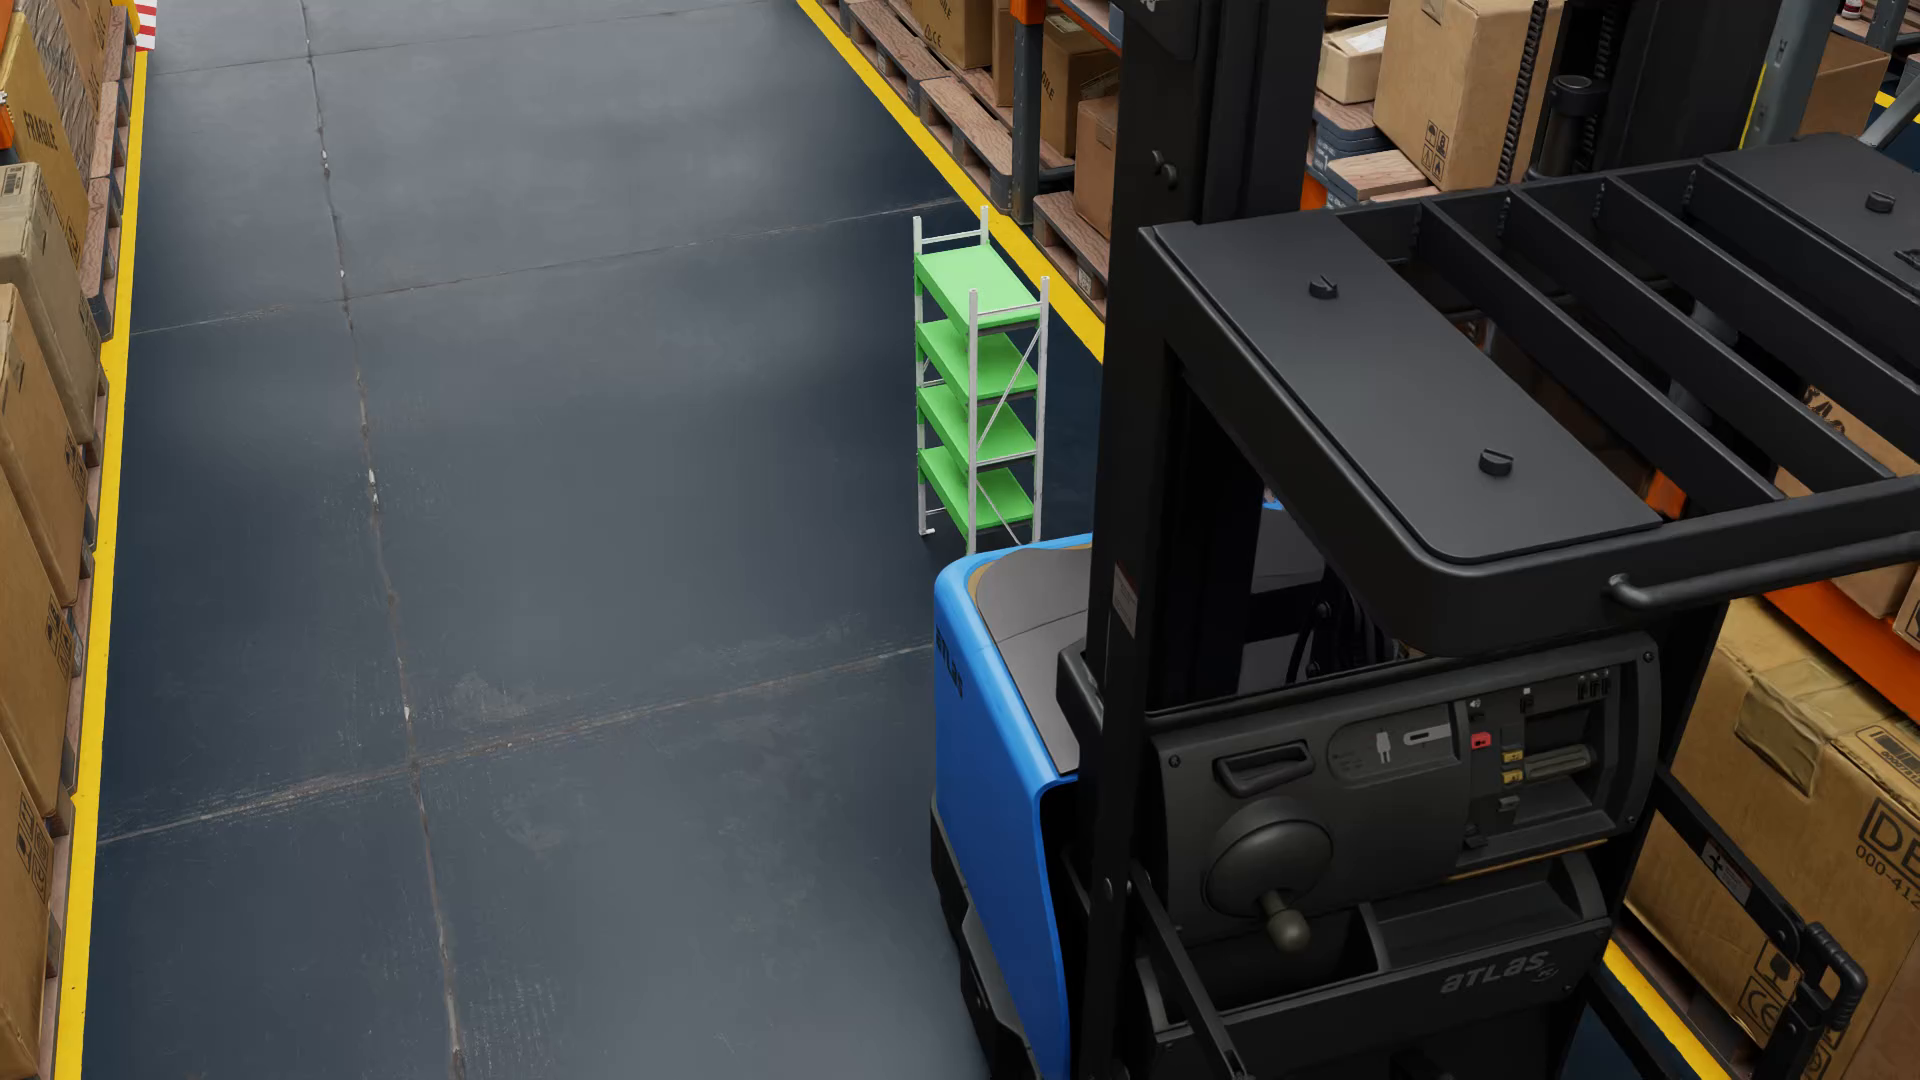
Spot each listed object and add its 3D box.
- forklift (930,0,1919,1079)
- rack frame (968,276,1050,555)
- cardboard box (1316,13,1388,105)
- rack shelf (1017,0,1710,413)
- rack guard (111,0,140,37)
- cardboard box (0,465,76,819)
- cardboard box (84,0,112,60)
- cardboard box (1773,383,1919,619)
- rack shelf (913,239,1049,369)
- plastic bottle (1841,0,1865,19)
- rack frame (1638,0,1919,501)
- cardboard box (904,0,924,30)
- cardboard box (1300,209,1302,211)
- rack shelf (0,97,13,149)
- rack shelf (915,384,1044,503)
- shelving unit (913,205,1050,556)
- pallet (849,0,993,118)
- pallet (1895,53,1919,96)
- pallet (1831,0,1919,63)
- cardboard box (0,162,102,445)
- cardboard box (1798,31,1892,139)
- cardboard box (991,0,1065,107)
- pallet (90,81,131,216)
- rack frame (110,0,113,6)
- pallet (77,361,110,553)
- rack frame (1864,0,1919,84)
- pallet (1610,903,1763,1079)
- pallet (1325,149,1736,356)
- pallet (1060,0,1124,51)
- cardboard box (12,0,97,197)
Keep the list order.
[{"bbox_3d":[0.836,0.498,2.652,1.130,2.935,3.031,-10,38,-13],"label":"forklift"},{"bbox_3d":[0.141,-0.248,5.082,0.240,1.200,0.015,-12,39,-16],"label":"rack frame"},{"bbox_3d":[1.274,-1.515,5.031,0.396,0.266,0.258,-14,39,-17],"label":"cardboard box"},{"bbox_3d":[1.413,-1.357,5.656,1.077,0.370,4.000,-12,39,-16],"label":"rack shelf"},{"bbox_3d":[-5.351,-3.079,9.422,1.175,0.500,0.348,-12,39,-16],"label":"rack guard"},{"bbox_3d":[-3.019,0.330,4.339,1.050,0.750,0.750,-12,39,-15],"label":"cardboard box"},{"bbox_3d":[-5.048,-3.014,8.675,0.875,0.875,0.875,-12,39,-16],"label":"cardboard box"},{"bbox_3d":[2.013,-0.224,3.471,0.500,0.500,0.500,-11,38,-15],"label":"cardboard box"},{"bbox_3d":[0.057,-0.718,5.015,0.258,0.148,0.480,-12,39,-16],"label":"rack shelf"},{"bbox_3d":[4.958,-2.998,9.197,0.097,0.201,0.097,0,37,0],"label":"plastic bottle"},{"bbox_3d":[2.102,-0.515,3.940,1.000,3.000,0.127,-12,39,-16],"label":"rack frame"},{"bbox_3d":[-0.017,-3.159,9.179,0.500,0.500,0.500,-9,38,-12],"label":"cardboard box"},{"bbox_3d":[1.256,-1.011,6.311,0.700,0.500,0.500,-16,40,-20],"label":"cardboard box"},{"bbox_3d":[-3.278,-0.387,4.369,1.077,0.370,4.000,-12,39,-16],"label":"rack shelf"},{"bbox_3d":[0.057,-0.335,5.303,0.258,0.148,0.480,-12,39,-16],"label":"rack shelf"},{"bbox_3d":[0.057,-0.386,5.265,0.258,1.200,0.503,-12,39,-16],"label":"shelving unit"},{"bbox_3d":[0.037,-2.723,9.189,1.003,0.211,1.213,-12,39,-16],"label":"pallet"},{"bbox_3d":[5.682,-2.250,8.562,1.003,0.211,1.213,-12,39,-16],"label":"pallet"},{"bbox_3d":[5.184,-3.074,9.655,1.003,0.211,1.213,-12,39,-16],"label":"pallet"},{"bbox_3d":[-3.669,-0.741,5.762,1.050,0.750,0.750,-13,39,-16],"label":"cardboard box"},{"bbox_3d":[1.878,-1.019,4.178,0.500,0.500,0.500,-17,40,-21],"label":"cardboard box"},{"bbox_3d":[0.421,-2.500,8.304,0.500,0.500,0.500,-1,37,-1],"label":"cardboard box"},{"bbox_3d":[-4.579,-1.827,8.000,1.003,0.211,1.213,-12,39,-16],"label":"pallet"},{"bbox_3d":[-5.343,-4.064,8.652,1.000,3.000,0.127,-12,39,-16],"label":"rack frame"},{"bbox_3d":[-3.630,-0.270,5.933,1.003,0.211,1.213,-12,39,-16],"label":"pallet"},{"bbox_3d":[5.376,-3.800,8.301,1.000,3.000,0.127,-12,39,-16],"label":"rack frame"},{"bbox_3d":[2.302,1.060,4.167,1.003,0.211,1.213,-12,39,-16],"label":"pallet"},{"bbox_3d":[1.756,-0.818,4.503,1.213,0.211,1.003,-12,39,-16],"label":"pallet"},{"bbox_3d":[0.852,-2.236,6.384,1.003,0.211,1.213,-12,39,-16],"label":"pallet"},{"bbox_3d":[-4.431,-2.002,7.331,0.875,0.875,0.875,-12,39,-16],"label":"cardboard box"}]
